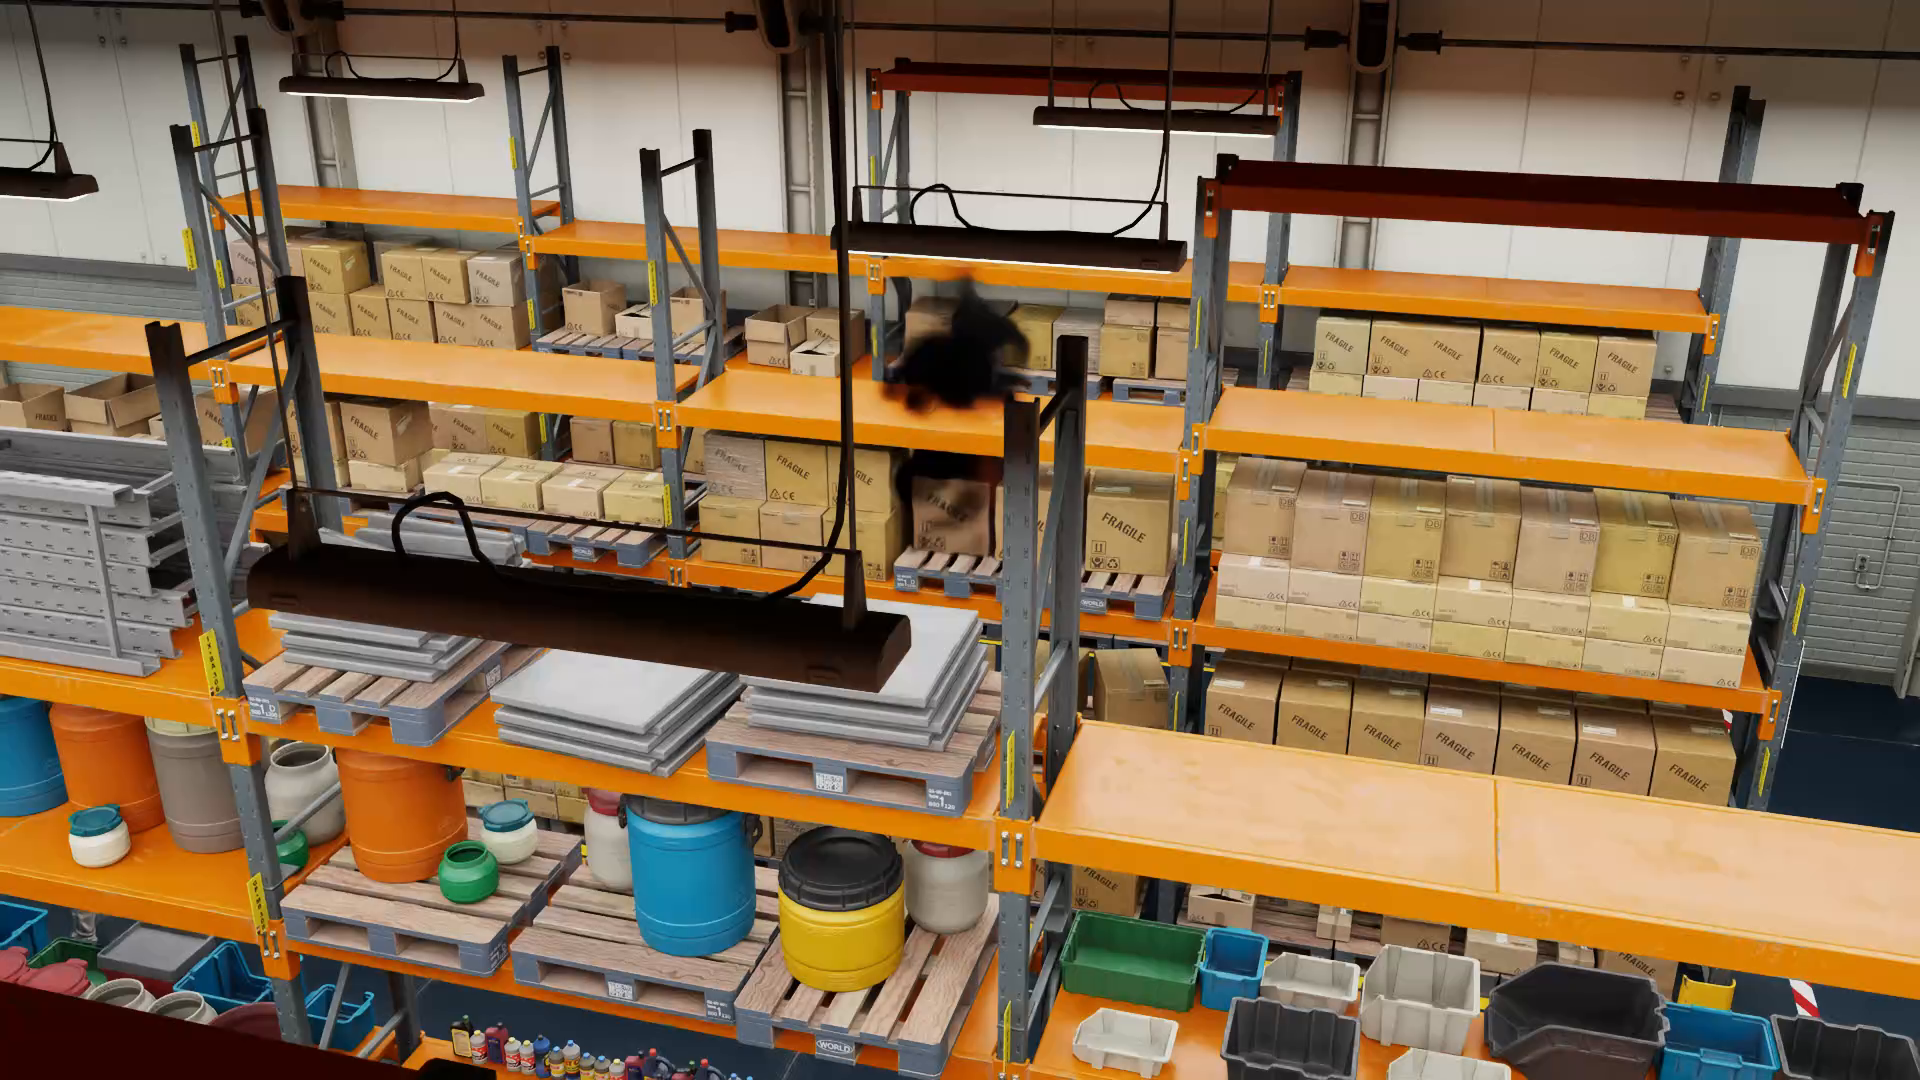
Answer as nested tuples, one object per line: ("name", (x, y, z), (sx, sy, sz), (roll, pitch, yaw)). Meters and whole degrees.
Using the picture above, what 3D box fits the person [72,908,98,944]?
("person", (-6.626, 2.370, 12.745), (0.830, 1.837, 0.704), (3, 23, 8))
